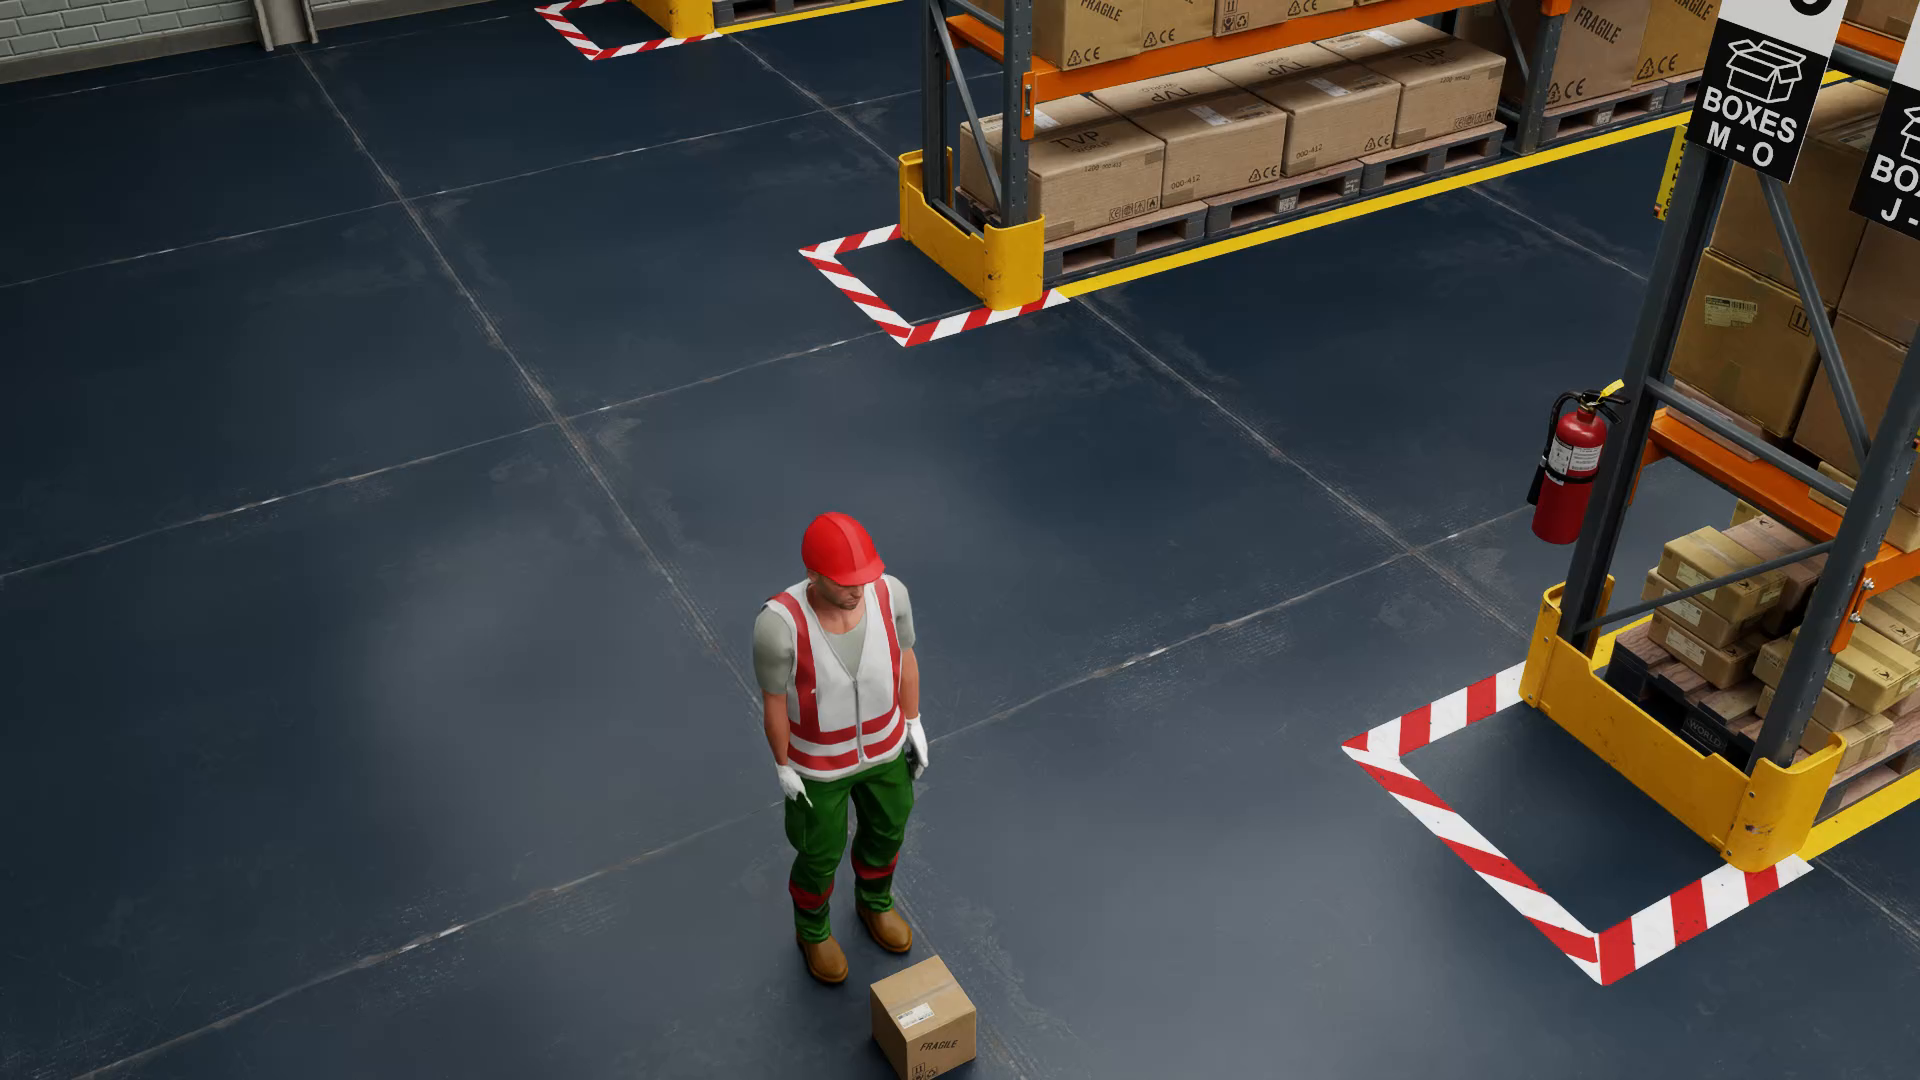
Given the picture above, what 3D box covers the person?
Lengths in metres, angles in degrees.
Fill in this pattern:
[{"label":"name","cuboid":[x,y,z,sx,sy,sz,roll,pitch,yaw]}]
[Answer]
[{"label":"person","cuboid":[-0.355,0.657,5.247,0.527,1.780,0.352,-18,40,-23]}]
